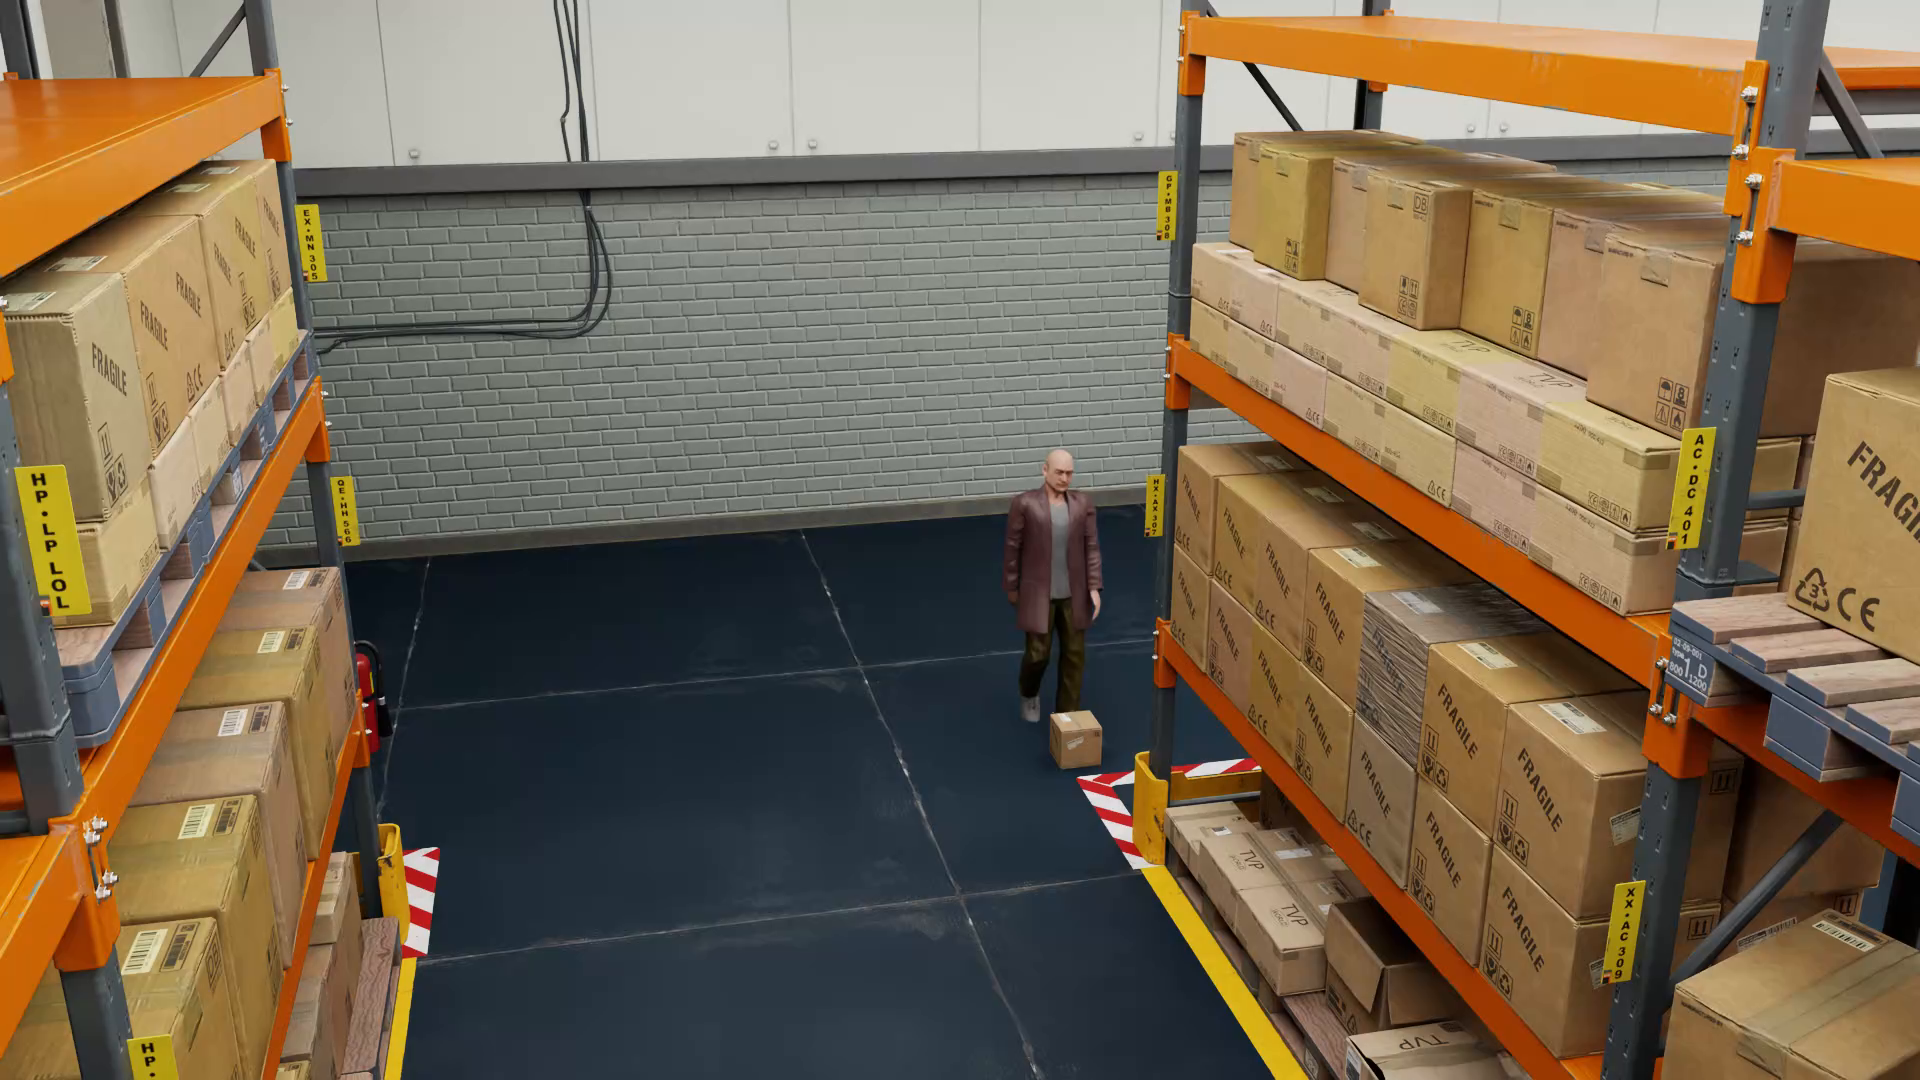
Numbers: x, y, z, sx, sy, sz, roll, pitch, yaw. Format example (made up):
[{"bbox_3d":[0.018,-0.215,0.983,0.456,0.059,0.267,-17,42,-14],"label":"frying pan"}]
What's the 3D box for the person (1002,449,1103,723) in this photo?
[{"bbox_3d":[0.584,0.357,10.161,0.606,1.795,0.708,-4,20,-12],"label":"person"}]
